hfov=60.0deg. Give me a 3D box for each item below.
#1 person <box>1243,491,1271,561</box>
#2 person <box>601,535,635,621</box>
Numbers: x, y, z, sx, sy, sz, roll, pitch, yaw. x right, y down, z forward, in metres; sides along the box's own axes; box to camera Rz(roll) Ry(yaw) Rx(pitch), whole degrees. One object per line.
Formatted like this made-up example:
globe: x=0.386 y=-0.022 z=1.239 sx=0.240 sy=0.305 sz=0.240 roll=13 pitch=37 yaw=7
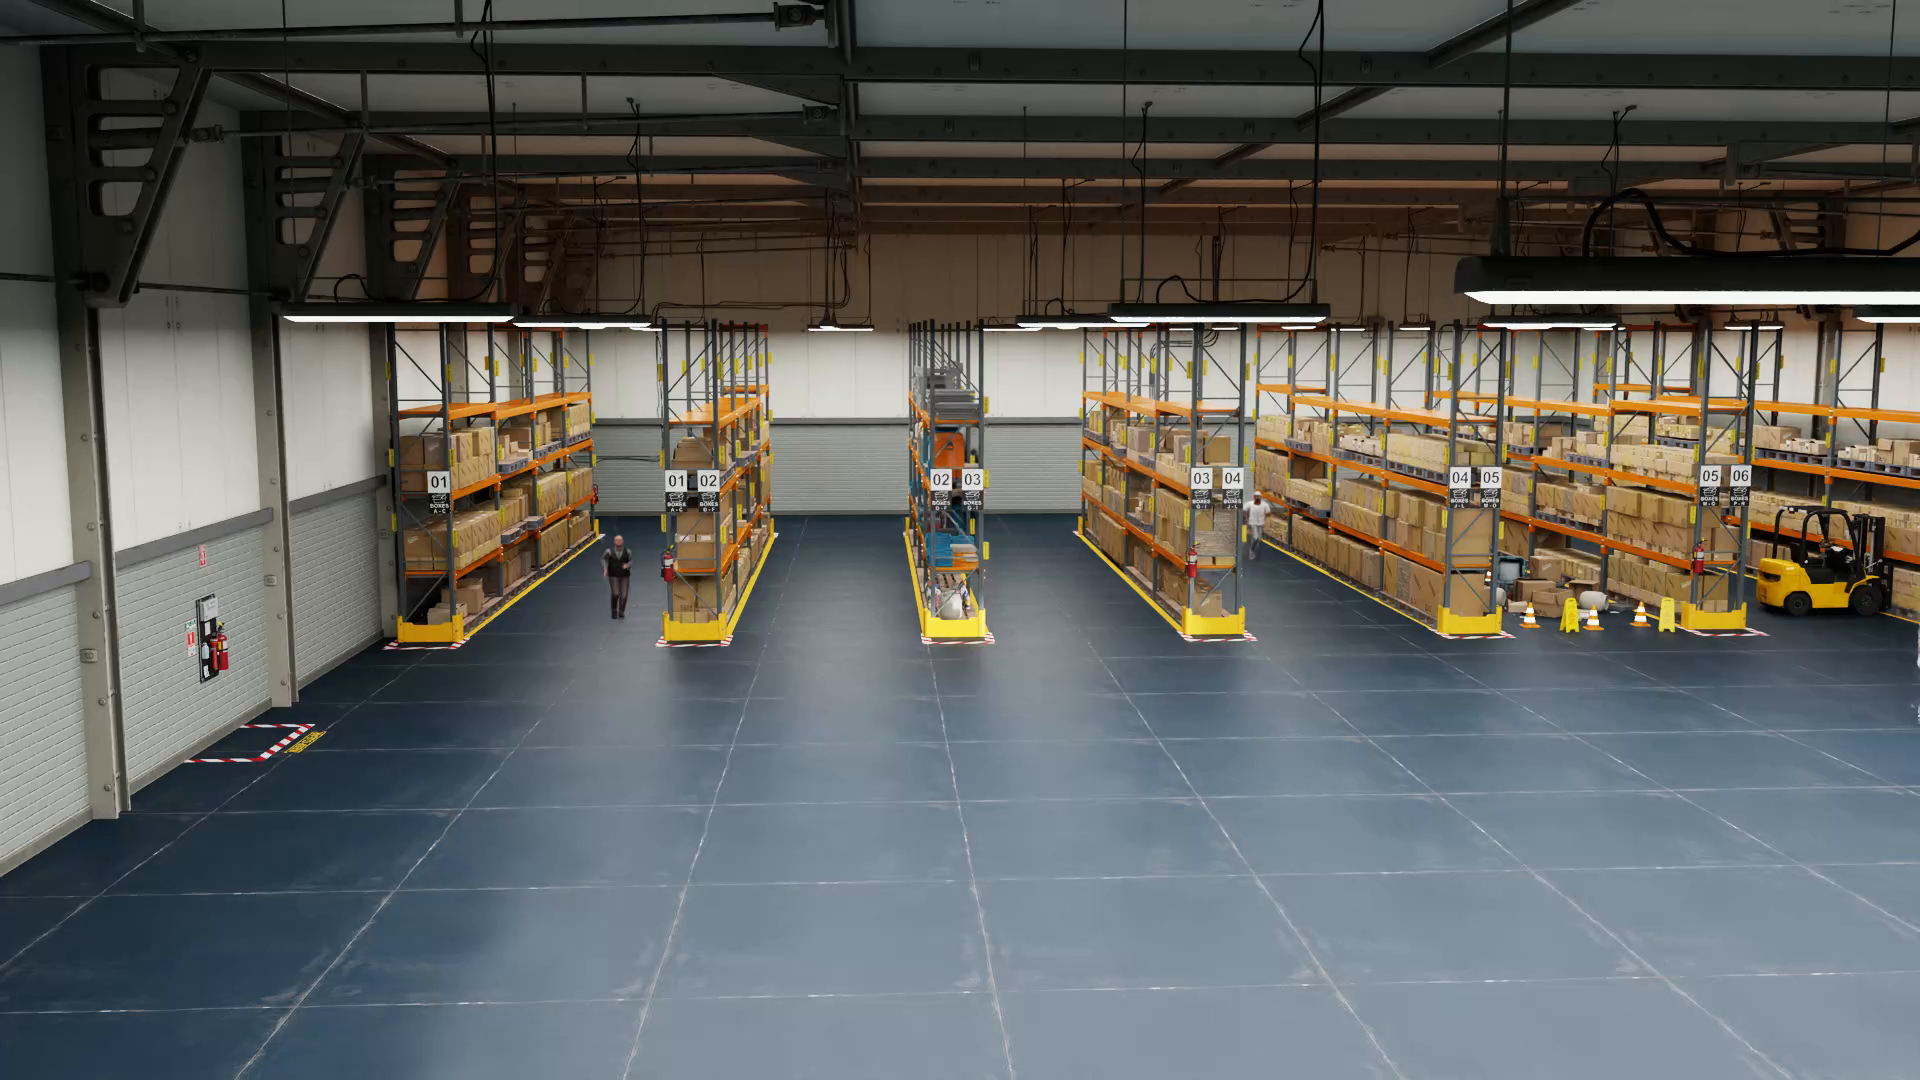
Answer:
person: x=7.572 y=-0.357 z=42.312 sx=0.664 sy=1.800 sz=0.718 roll=0 pitch=7 yaw=-2
person: x=-6.833 y=0.763 z=33.316 sx=0.633 sy=1.701 sz=0.683 roll=-3 pitch=8 yaw=-20
